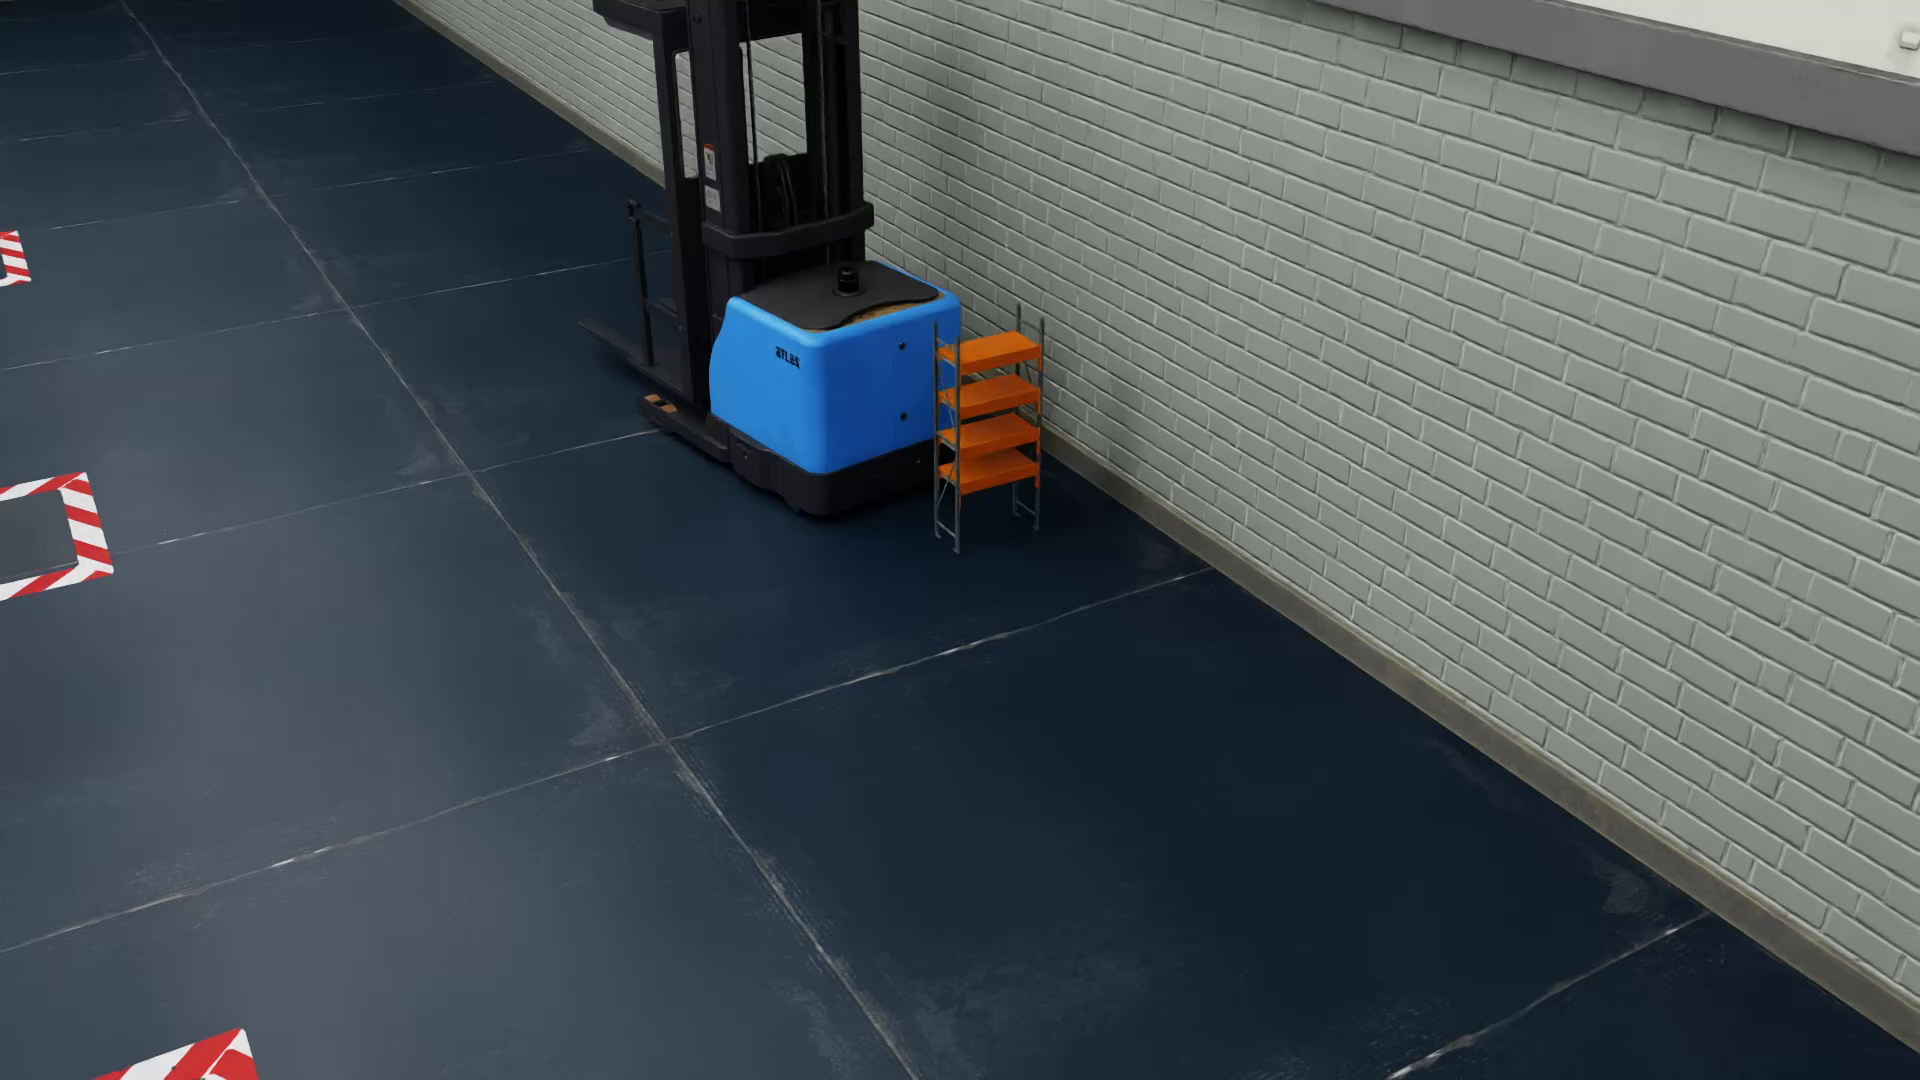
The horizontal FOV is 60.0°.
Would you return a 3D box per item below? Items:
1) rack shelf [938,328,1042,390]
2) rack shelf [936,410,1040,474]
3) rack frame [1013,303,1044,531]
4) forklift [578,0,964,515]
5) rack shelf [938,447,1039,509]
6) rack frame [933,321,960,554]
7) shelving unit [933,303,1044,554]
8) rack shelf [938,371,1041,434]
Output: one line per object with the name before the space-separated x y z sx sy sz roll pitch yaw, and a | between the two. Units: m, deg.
rack shelf | 0.143 -0.910 8.344 0.480 0.148 0.258 -16 33 -26
rack shelf | 0.143 -0.507 8.566 0.480 0.148 0.258 -16 33 -26
rack frame | 0.353 -0.626 8.642 0.015 1.200 0.240 -16 33 -26
forklift | -1.295 -2.058 9.445 1.130 2.935 3.031 -21 35 -33
rack shelf | 0.143 -0.333 8.662 0.480 0.148 0.258 -16 33 -26
rack frame | -0.068 -0.506 8.425 0.015 1.200 0.240 -16 33 -26
shelving unit | 0.143 -0.566 8.534 0.503 1.200 0.258 -16 33 -26
rack shelf | 0.143 -0.703 8.458 0.480 0.148 0.258 -16 33 -26
